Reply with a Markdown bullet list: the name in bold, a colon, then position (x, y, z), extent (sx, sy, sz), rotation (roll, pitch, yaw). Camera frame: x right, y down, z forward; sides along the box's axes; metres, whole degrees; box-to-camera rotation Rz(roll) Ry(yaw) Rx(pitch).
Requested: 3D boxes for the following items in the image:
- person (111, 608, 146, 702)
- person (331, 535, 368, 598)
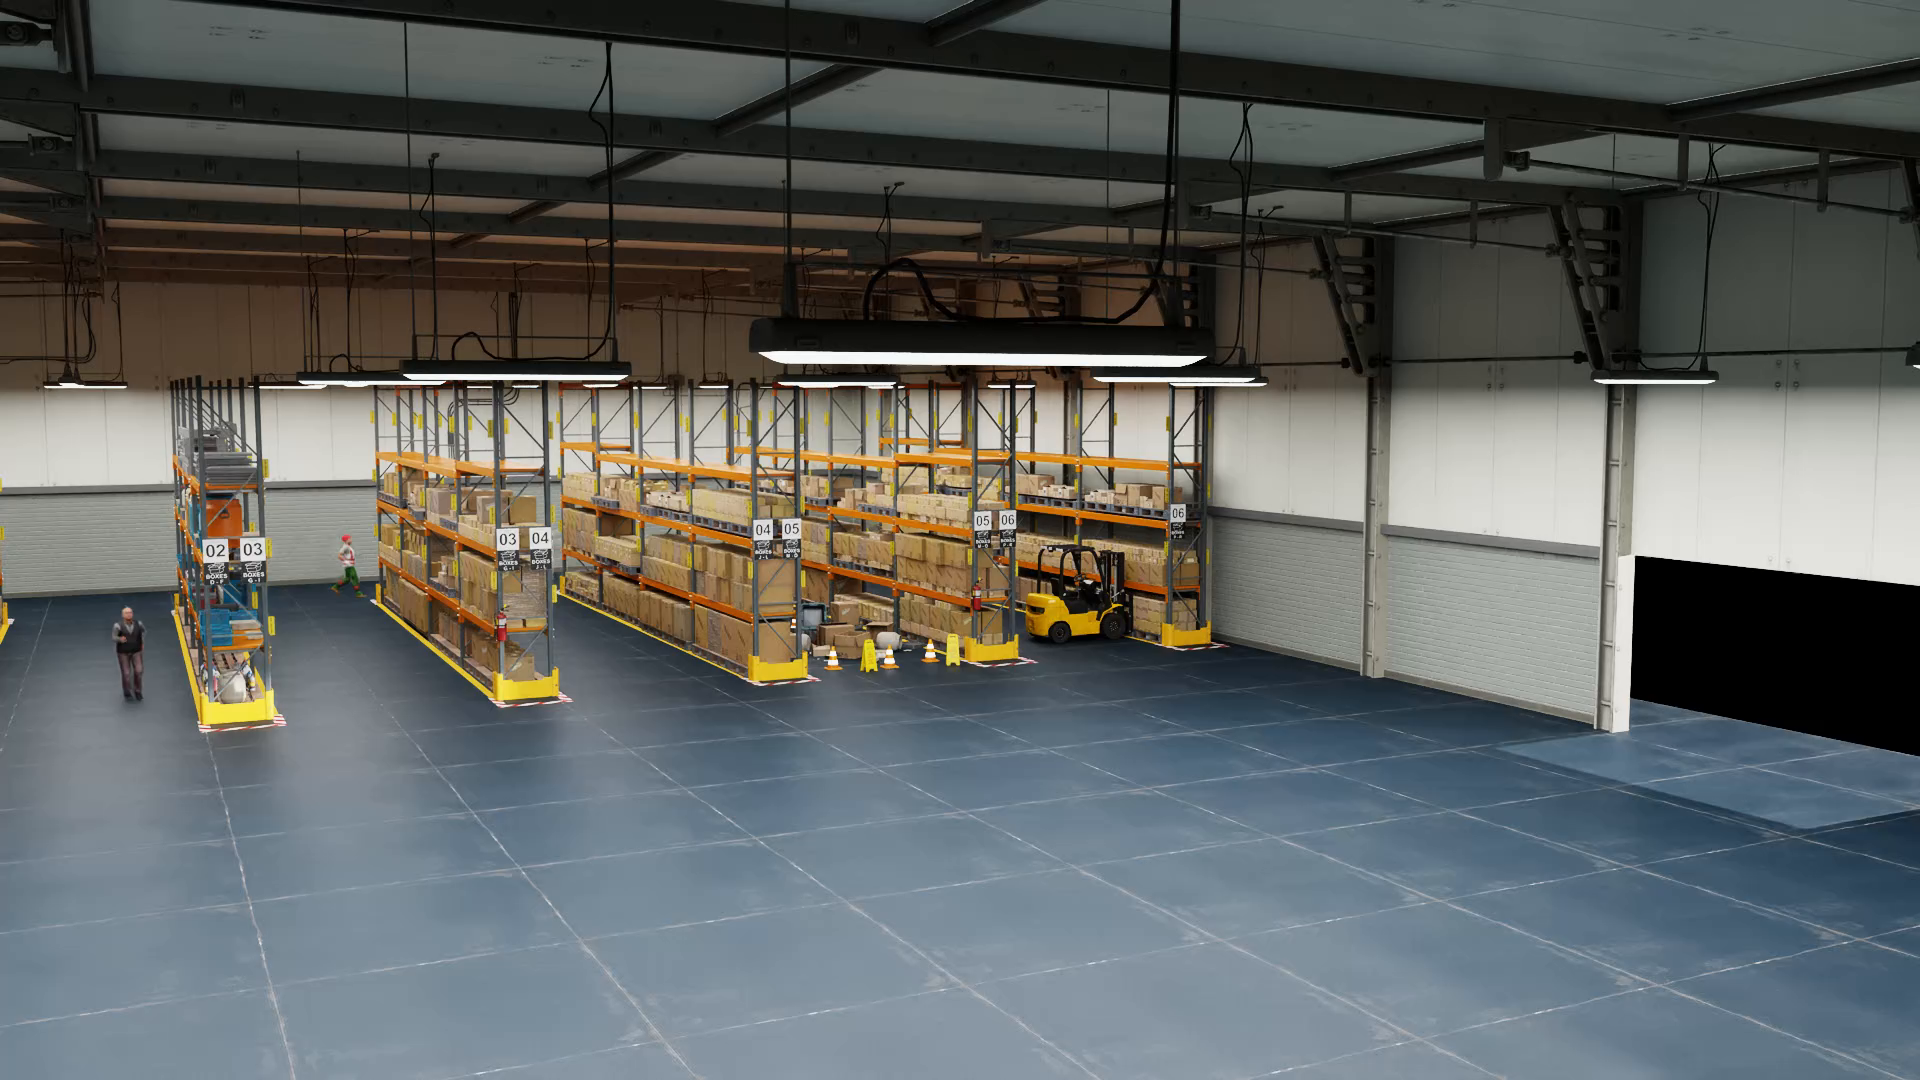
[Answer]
- **person**: position (-15.409, 2.129, 30.881), extent (0.609, 1.759, 0.786), rotation (-3, 6, -31)
- **person**: position (-16.929, 0.731, 46.016), extent (0.980, 1.768, 0.666), rotation (-1, 5, -16)
